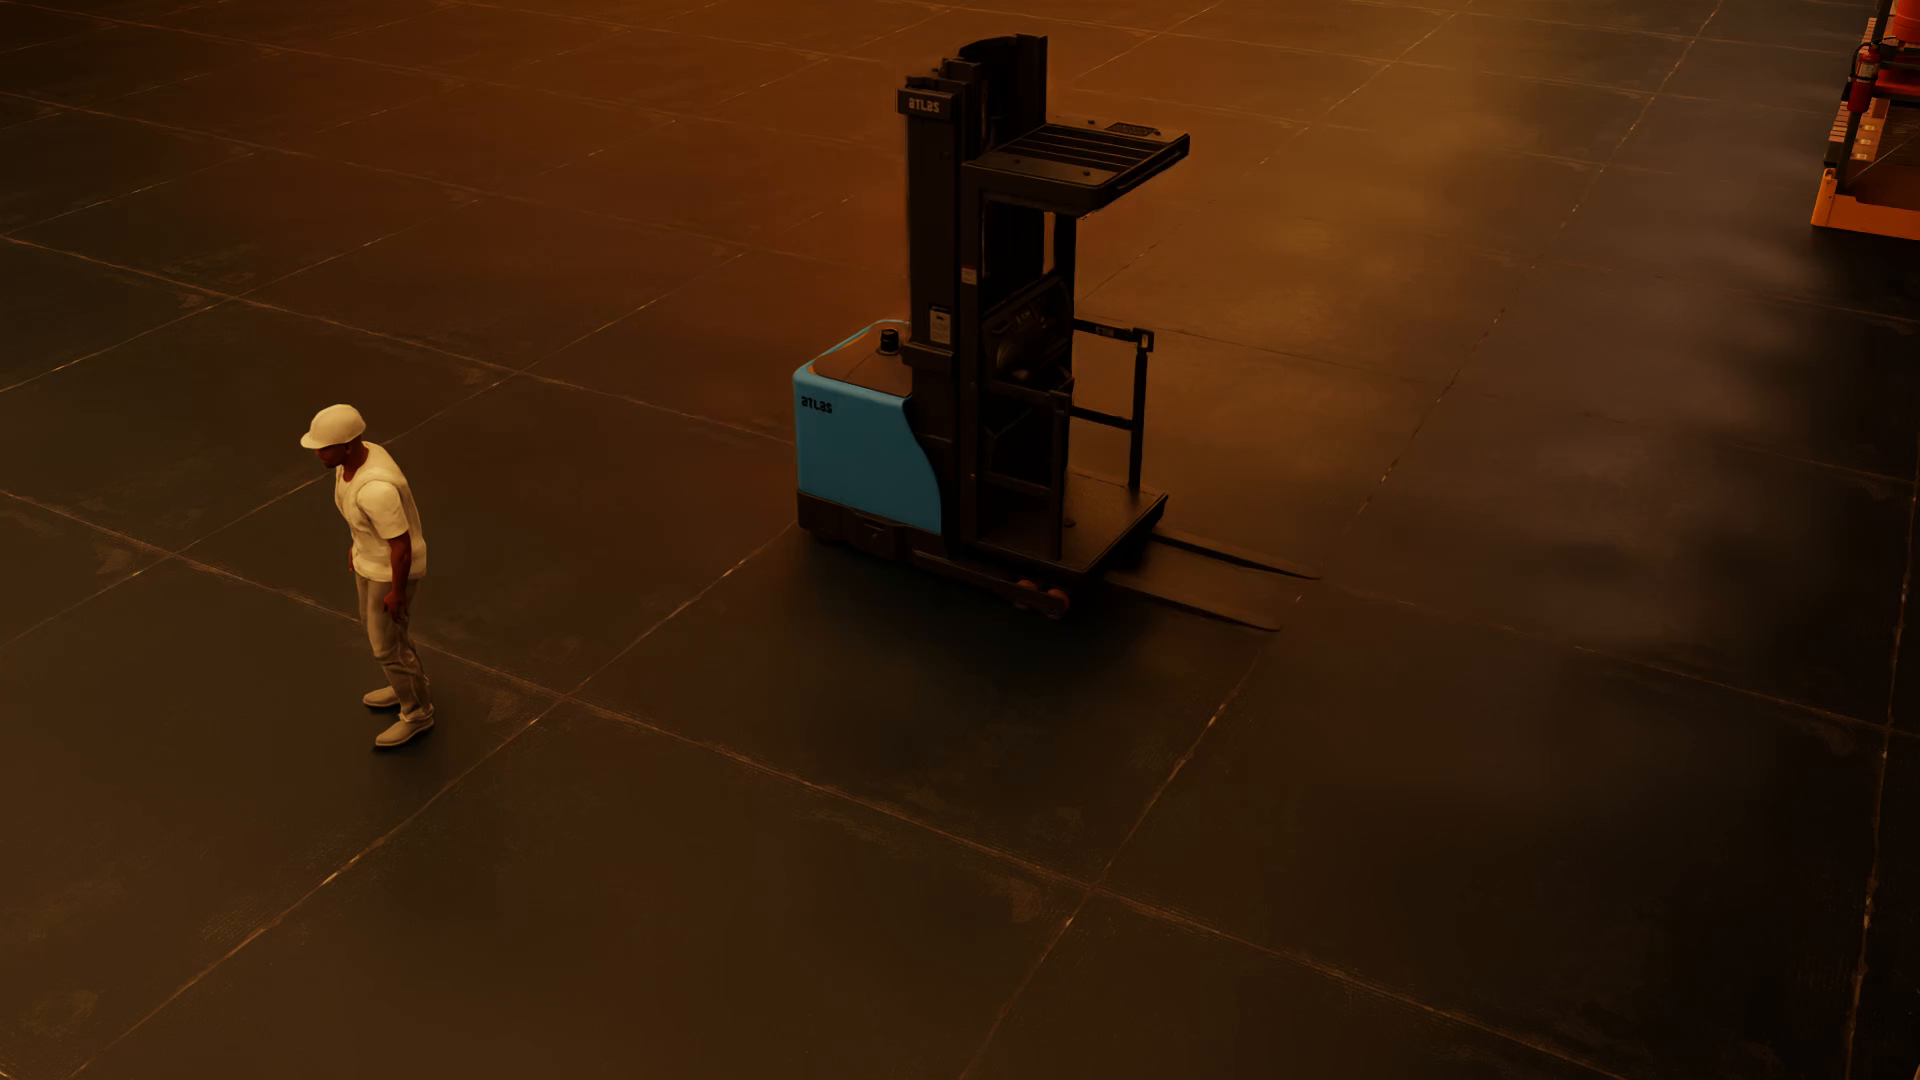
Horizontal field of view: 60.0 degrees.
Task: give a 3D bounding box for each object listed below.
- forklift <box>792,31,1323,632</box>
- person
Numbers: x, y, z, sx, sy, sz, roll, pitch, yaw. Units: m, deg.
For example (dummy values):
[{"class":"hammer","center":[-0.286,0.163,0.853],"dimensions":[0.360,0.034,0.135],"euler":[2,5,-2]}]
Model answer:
[{"class":"forklift","center":[0.546,-1.133,9.033],"dimensions":[3.031,2.935,1.130],"euler":[17,34,27]},{"class":"person","center":[-2.804,0.135,8.014],"dimensions":[0.446,1.760,0.613],"euler":[-17,34,-27]}]
